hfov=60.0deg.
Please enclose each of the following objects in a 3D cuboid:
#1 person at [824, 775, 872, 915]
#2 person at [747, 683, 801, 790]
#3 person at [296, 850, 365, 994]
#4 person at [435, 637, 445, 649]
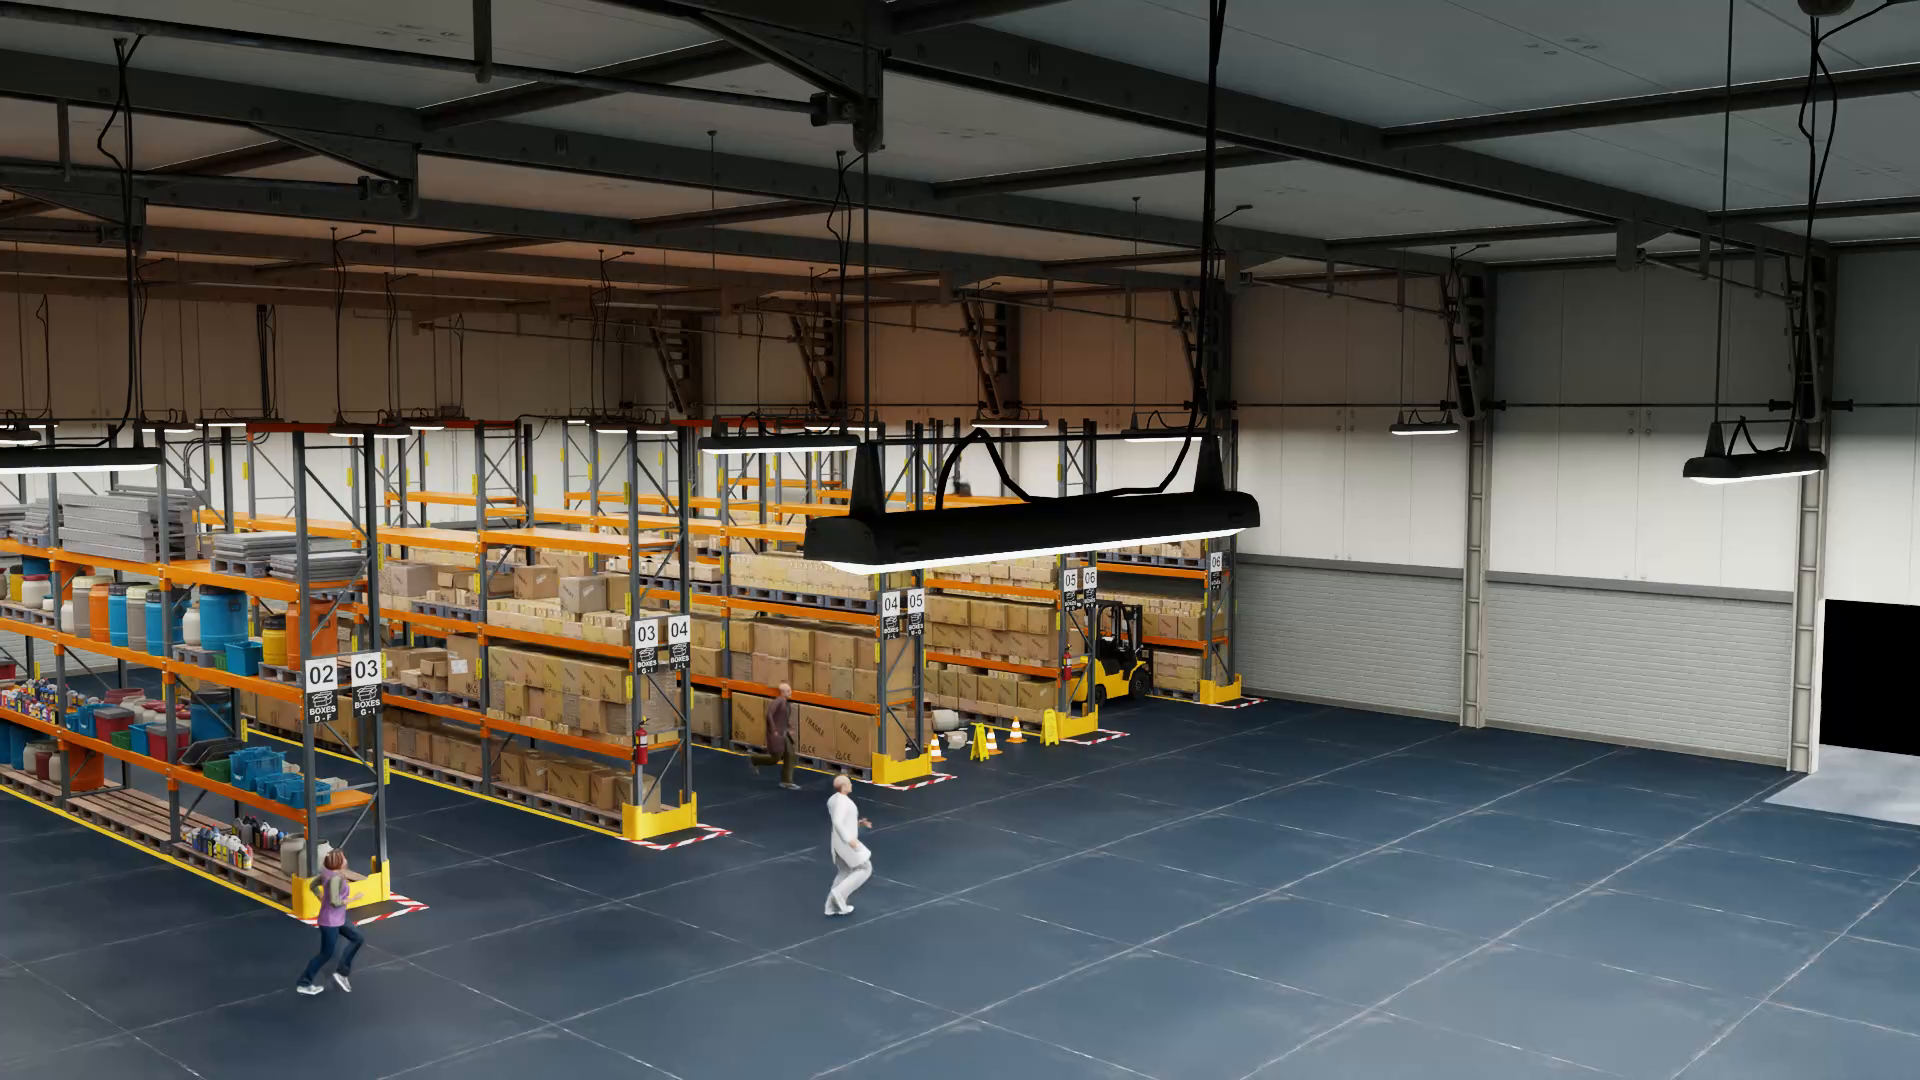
[{"bbox_3d":[-1.368,3.767,20.608,0.653,1.734,0.704,-2,5,-25],"label":"person"},{"bbox_3d":[-3.062,3.239,27.486,0.938,1.759,0.718,2,5,19],"label":"person"},{"bbox_3d":[-6.711,4.092,17.724,0.717,1.597,0.521,-2,5,-19],"label":"person"},{"bbox_3d":[-12.548,2.261,40.208,0.539,1.614,0.708,1,5,15],"label":"person"}]
